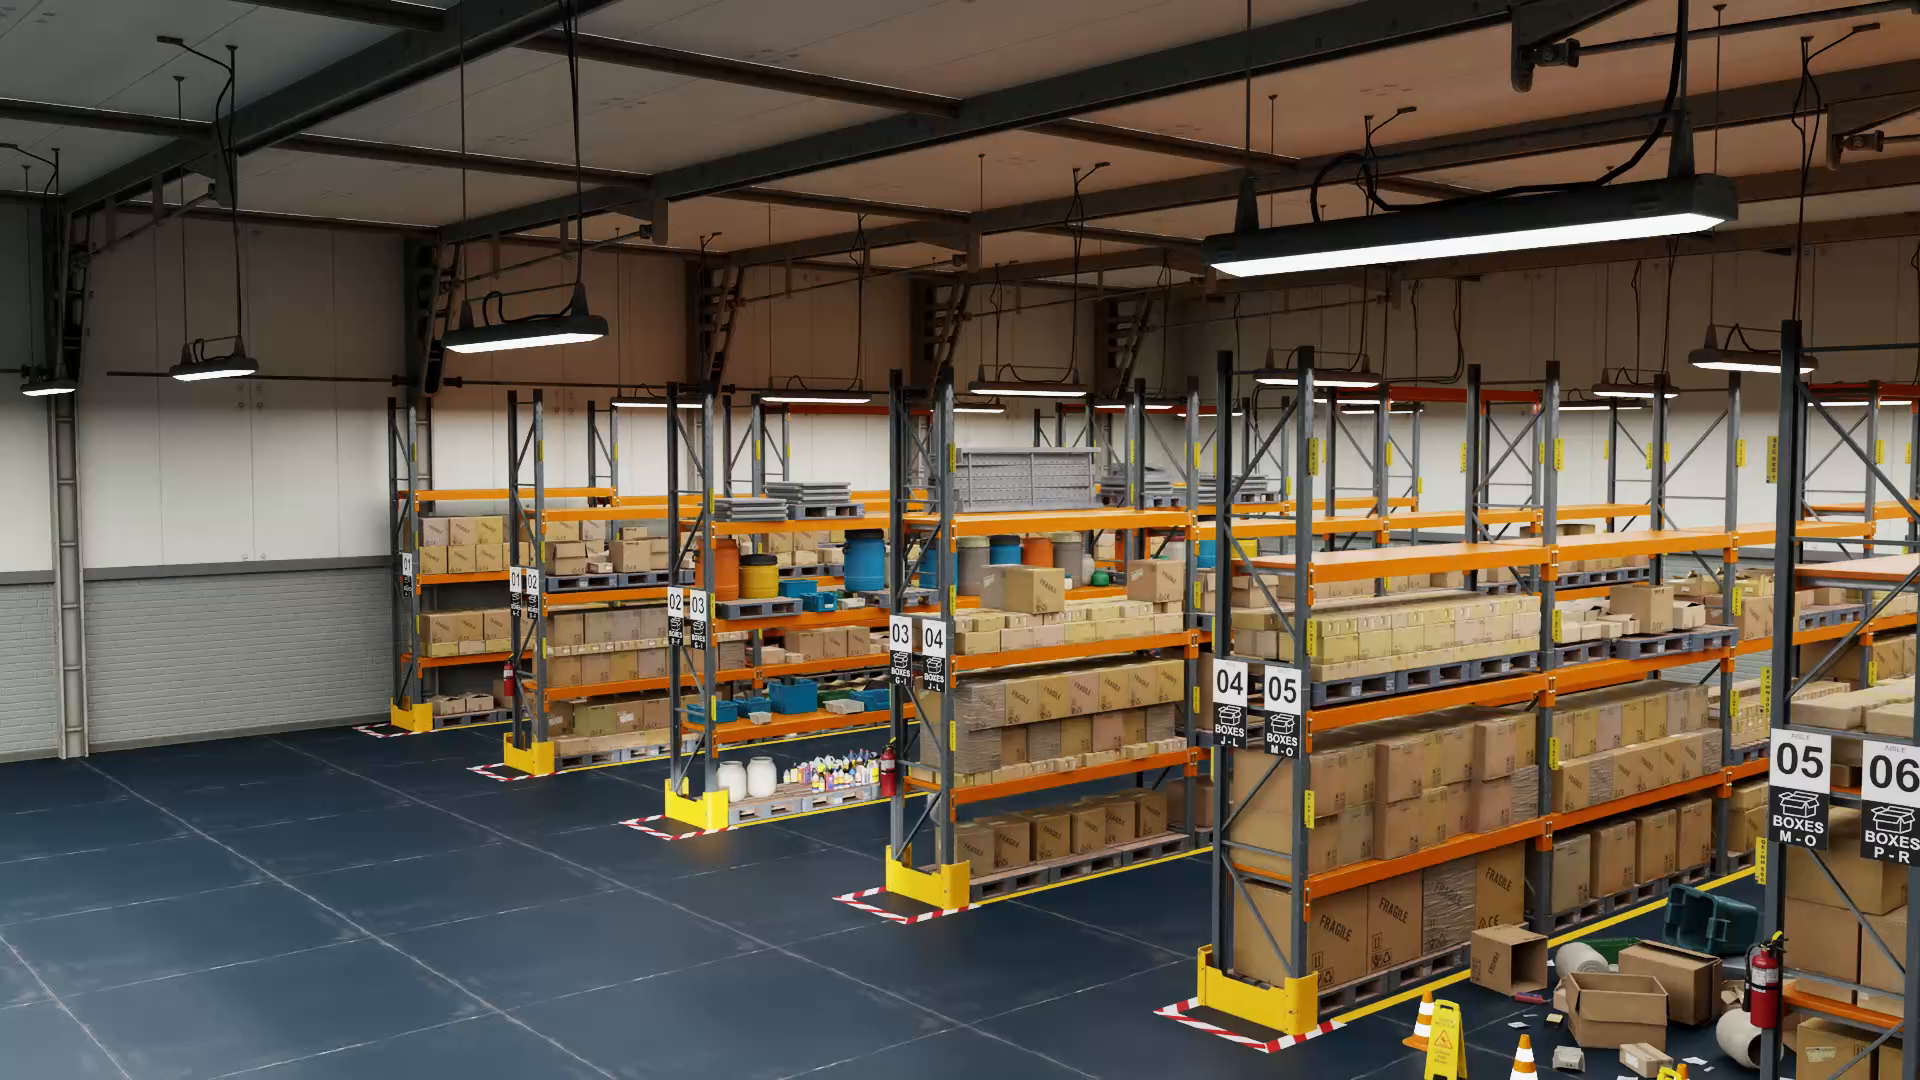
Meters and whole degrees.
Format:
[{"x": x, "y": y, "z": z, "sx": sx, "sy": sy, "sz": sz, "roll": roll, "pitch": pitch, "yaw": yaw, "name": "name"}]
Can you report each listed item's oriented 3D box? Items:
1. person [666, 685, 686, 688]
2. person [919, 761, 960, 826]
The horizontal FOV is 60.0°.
[{"x": -5.181, "y": 2.563, "z": 29.928, "sx": 0.638, "sy": 1.688, "sz": 0.741, "roll": 2, "pitch": 4, "yaw": 37, "name": "person"}, {"x": -0.253, "y": 3.063, "z": 20.998, "sx": 0.785, "sy": 1.724, "sz": 0.680, "roll": -3, "pitch": 4, "yaw": -39, "name": "person"}]
